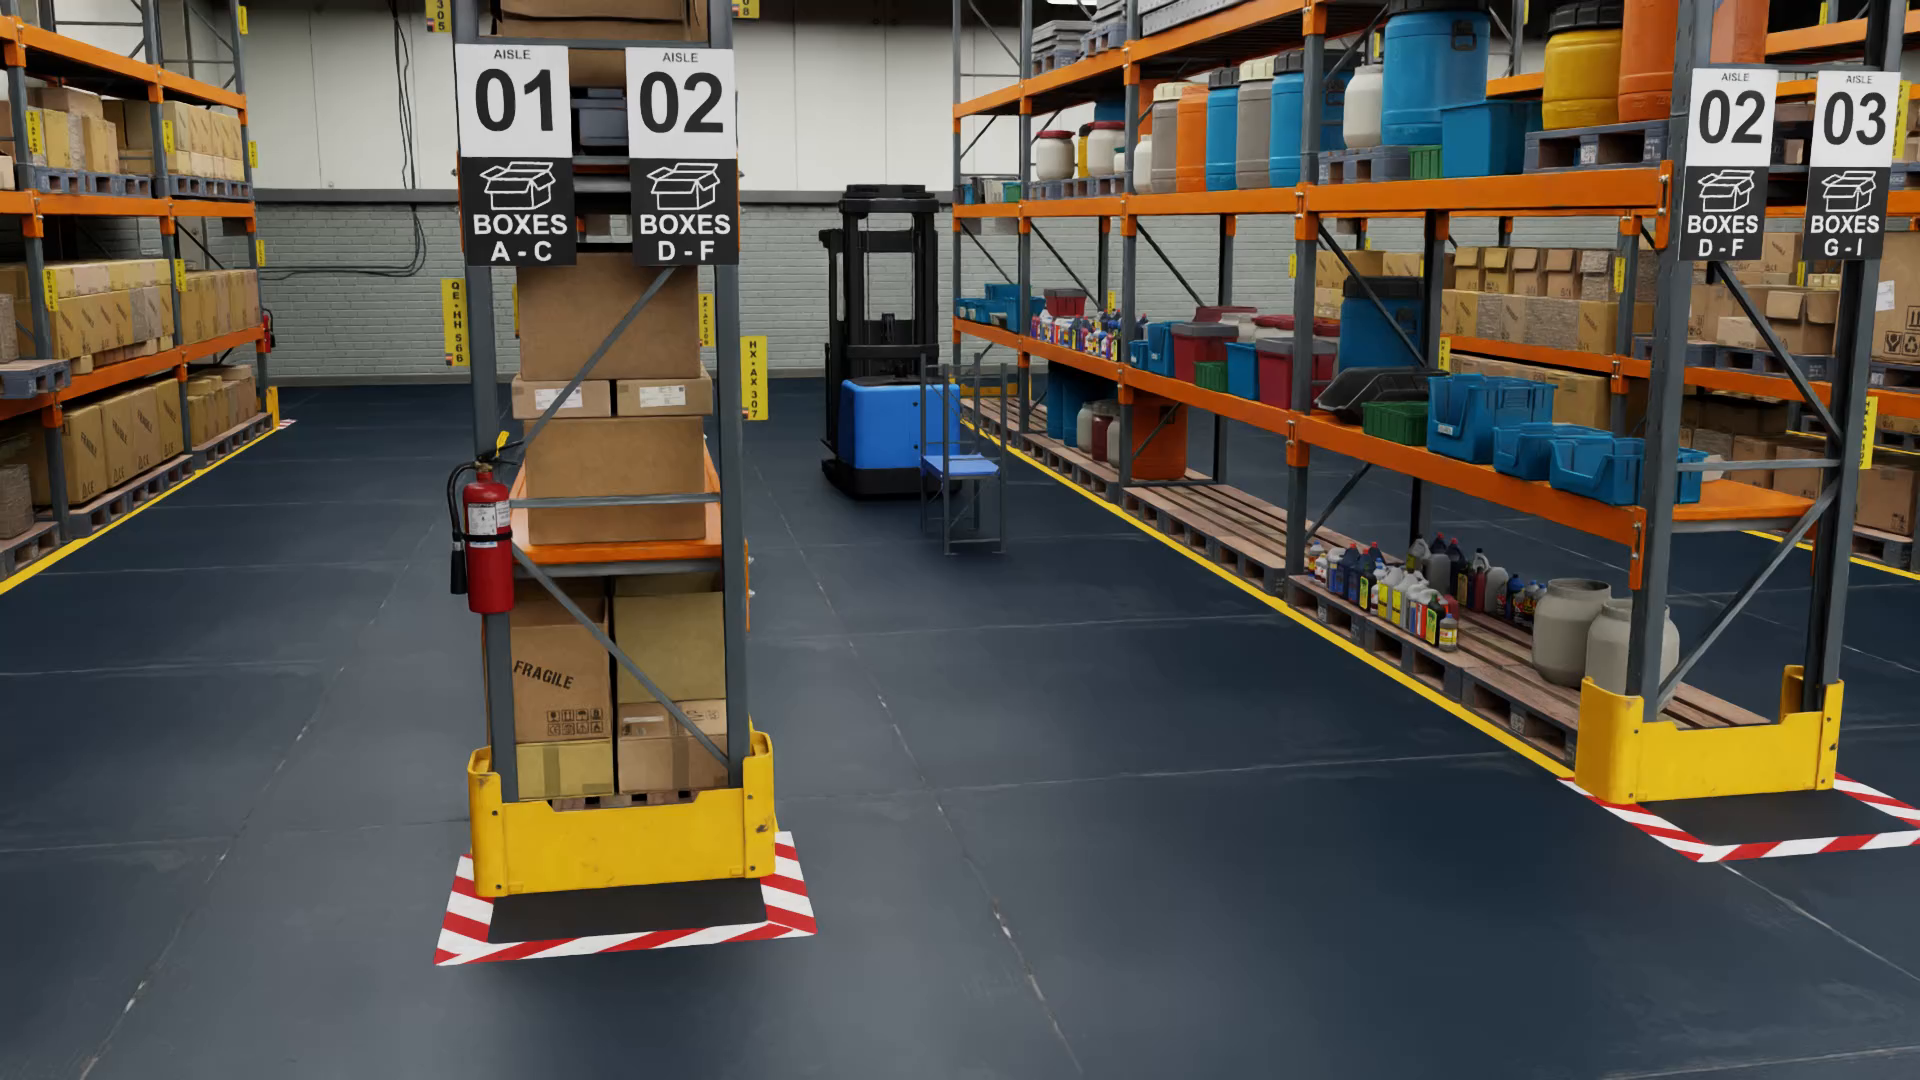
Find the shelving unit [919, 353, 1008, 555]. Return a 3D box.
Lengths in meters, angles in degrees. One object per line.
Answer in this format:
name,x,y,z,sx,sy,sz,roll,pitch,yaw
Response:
shelving unit,0.017,-0.721,13.474,0.538,1.500,1.048,-2,11,-11

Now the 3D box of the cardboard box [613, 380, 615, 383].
cardboard box,-1.726,-0.565,8.375,0.700,0.500,0.500,-2,11,-9

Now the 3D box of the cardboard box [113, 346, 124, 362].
cardboard box,-7.948,-1.717,15.313,0.380,0.149,0.250,-2,11,-9

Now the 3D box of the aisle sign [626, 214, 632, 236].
aisle sign,-4.168,-4.381,21.740,0.394,0.787,0.004,-2,11,-11

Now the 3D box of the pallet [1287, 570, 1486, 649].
pallet,2.827,0.436,10.844,1.003,0.211,1.213,-2,11,-11

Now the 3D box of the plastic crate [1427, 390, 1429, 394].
plastic crate,3.219,-0.793,10.237,0.499,0.251,0.616,-2,11,-11

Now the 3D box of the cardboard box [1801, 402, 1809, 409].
cardboard box,11.118,-1.801,21.640,0.380,0.149,0.250,-2,11,-9

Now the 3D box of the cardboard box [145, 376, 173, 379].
cardboard box,-8.952,-1.761,18.755,0.380,0.149,0.250,-2,11,-10

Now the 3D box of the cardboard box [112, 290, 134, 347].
cardboard box,-7.899,-2.018,15.163,0.500,0.500,0.500,-2,11,-9

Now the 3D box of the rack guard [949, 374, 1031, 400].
rack guard,0.386,-2.036,23.056,1.175,0.500,0.348,-2,11,-11

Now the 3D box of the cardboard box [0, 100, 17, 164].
cardboard box,-7.907,-3.256,13.316,0.700,0.500,0.500,-3,11,-15

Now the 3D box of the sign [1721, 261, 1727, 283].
sign,7.349,-2.524,16.051,0.100,0.325,0.005,-2,11,-11

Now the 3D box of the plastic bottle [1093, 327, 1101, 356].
plastic bottle,1.337,-1.924,16.125,0.097,0.271,0.097,0,11,0

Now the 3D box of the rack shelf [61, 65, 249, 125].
rack shelf,-8.925,-4.930,18.525,1.077,0.370,4.000,-2,11,-11

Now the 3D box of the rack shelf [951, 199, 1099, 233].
rack shelf,0.793,-4.013,20.661,1.077,0.370,4.000,-2,11,-11

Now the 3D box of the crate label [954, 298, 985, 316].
crate label,0.129,-3.150,22.511,0.416,0.233,0.303,-2,11,-11

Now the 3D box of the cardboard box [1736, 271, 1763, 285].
cardboard box,10.454,-3.237,21.619,0.500,0.500,0.500,-2,11,-13

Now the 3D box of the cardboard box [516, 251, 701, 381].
cardboard box,-1.432,-0.928,6.814,0.700,0.500,0.500,-2,11,-11

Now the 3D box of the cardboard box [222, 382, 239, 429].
cardboard box,-8.884,-1.569,19.481,0.700,0.500,0.500,-2,11,-13

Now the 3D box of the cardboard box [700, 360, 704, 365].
cardboard box,-1.357,-0.734,7.528,0.380,0.149,0.250,-2,11,-12

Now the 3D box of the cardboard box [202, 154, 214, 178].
cardboard box,-8.604,-4.145,18.442,0.500,0.250,0.500,-2,11,-13

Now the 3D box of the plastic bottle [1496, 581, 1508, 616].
plastic bottle,3.323,0.352,10.131,0.097,0.201,0.097,0,11,0

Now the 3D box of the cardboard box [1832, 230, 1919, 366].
cardboard box,7.579,-1.891,12.881,1.000,1.000,1.000,-2,11,-11

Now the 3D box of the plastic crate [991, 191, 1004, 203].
plastic crate,0.561,-4.090,19.844,0.293,0.136,0.466,-2,11,-11

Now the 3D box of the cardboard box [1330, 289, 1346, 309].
cardboard box,5.293,-3.227,22.235,0.500,0.250,0.500,-2,11,-13

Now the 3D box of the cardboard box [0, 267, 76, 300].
cardboard box,-7.599,-2.104,13.605,0.500,0.250,0.500,-2,11,-10

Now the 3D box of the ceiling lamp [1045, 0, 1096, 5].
ceiling lamp,2.352,-9.658,24.762,2.000,3.185,0.800,-2,11,-11

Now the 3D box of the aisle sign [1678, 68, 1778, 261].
aisle sign,3.238,-1.578,7.015,0.394,0.787,0.004,-2,11,-11

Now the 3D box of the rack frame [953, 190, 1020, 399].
rack frame,0.404,-3.260,22.801,1.000,3.000,0.127,-2,11,-11

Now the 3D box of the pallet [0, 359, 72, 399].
pallet,-7.515,-1.211,12.551,1.213,0.211,1.003,-2,11,-11

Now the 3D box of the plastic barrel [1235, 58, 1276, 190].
plastic barrel,2.299,-2.984,11.990,0.600,0.901,0.600,0,11,0

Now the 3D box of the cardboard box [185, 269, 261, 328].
cardboard box,-9.205,-2.954,20.391,0.980,0.700,0.700,-2,11,-8

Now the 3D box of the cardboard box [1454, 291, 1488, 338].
cardboard box,5.983,-2.570,18.909,0.500,0.500,0.500,-2,11,-11

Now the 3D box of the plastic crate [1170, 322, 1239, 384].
plastic crate,1.974,-1.517,13.471,0.402,0.464,0.583,-2,11,-11

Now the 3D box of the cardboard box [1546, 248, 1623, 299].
cardboard box,6.568,-2.769,17.272,0.797,0.503,0.637,-2,11,-10

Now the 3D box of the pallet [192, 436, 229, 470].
pallet,-8.607,-0.938,18.063,1.003,0.211,1.213,-2,11,-11

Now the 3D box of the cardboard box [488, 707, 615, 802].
cardboard box,-1.738,0.911,7.119,0.500,0.250,0.500,-2,11,-11

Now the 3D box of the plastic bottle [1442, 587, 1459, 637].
plastic bottle,2.811,0.421,9.552,0.061,0.283,0.133,-2,11,-11

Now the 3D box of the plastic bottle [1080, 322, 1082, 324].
plastic bottle,1.238,-2.064,16.831,0.061,0.283,0.133,-2,11,-11

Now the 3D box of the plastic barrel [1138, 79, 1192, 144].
plastic barrel,1.852,-3.788,15.280,0.600,0.830,0.708,-2,11,-11

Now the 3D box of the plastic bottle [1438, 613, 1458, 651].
plastic bottle,2.729,0.512,9.290,0.097,0.201,0.097,0,11,0

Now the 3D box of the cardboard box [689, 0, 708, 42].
cardboard box,-1.399,-2.258,7.751,0.500,0.500,0.500,-2,11,-11

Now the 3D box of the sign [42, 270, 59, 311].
sign,-7.228,-1.984,13.212,0.100,0.325,0.005,-2,11,-11

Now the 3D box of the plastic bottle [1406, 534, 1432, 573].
plastic bottle,3.004,0.139,10.852,0.144,0.351,0.185,-2,11,-11

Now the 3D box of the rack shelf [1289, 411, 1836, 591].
rack shelf,3.127,-0.339,9.378,1.077,0.370,4.000,-2,11,-11

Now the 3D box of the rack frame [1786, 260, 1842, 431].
rack frame,10.925,-2.868,20.744,1.000,3.000,0.127,-2,11,-11

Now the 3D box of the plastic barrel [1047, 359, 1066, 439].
plastic barrel,1.271,-1.601,18.576,0.600,0.901,0.708,-2,11,-11

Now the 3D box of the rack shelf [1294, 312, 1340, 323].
rack shelf,5.651,-2.720,21.888,1.077,0.370,4.000,-2,11,-11

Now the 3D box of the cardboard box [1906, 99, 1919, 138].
cardboard box,7.418,-3.232,13.235,0.797,0.503,0.637,-2,11,-9

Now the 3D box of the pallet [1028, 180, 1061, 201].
pallet,1.430,-3.767,17.947,1.213,0.211,1.003,-2,11,-11

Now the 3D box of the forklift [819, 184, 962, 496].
forklift,-0.816,-2.091,16.843,1.130,2.935,3.031,-3,11,-13

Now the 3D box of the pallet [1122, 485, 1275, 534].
pallet,2.072,-0.279,14.599,1.003,0.211,1.213,-2,11,-11

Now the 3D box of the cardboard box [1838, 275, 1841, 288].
cardboard box,10.658,-3.056,19.690,0.380,0.149,0.250,-2,11,-11

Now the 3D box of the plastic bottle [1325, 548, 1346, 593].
plastic bottle,2.459,0.196,10.755,0.152,0.276,0.135,-2,11,-9

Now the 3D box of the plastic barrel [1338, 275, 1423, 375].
plastic barrel,2.960,-1.387,11.621,0.600,0.901,0.708,-2,11,-11

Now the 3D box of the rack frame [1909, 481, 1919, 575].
rack frame,7.596,-1.239,12.184,1.000,3.000,0.127,-2,11,-11

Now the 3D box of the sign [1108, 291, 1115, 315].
sign,1.722,-2.682,19.024,0.100,0.325,0.005,-2,11,-11
